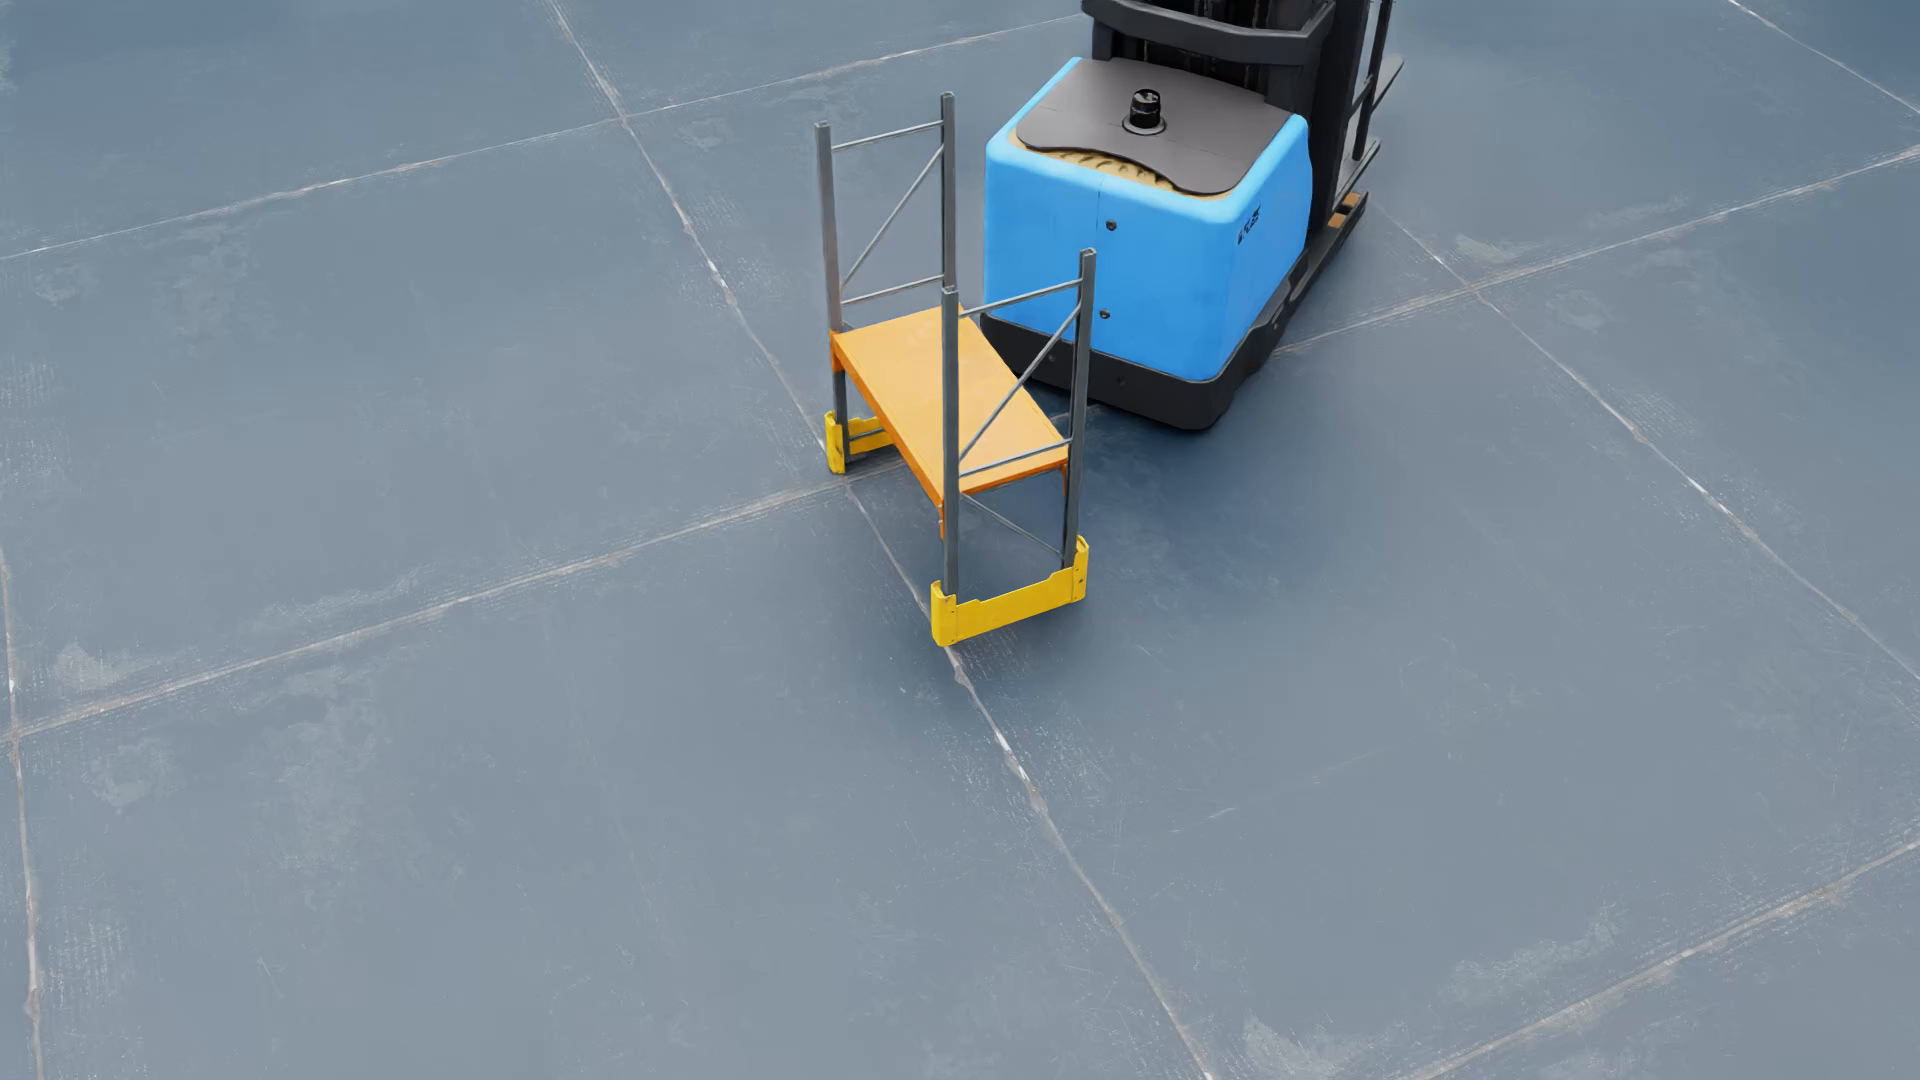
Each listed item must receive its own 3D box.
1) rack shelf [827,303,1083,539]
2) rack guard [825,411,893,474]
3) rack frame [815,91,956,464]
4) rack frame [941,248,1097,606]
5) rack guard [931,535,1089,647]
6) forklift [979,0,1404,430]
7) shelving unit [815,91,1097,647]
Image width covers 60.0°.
[{"bbox_3d":[-0.036,-0.460,5.905,0.538,0.185,1.000,-18,47,-17],"label":"rack shelf"},{"bbox_3d":[-0.241,-0.455,6.533,0.587,0.250,0.087,-18,47,-17],"label":"rack guard"},{"bbox_3d":[-0.250,-0.912,6.107,0.500,1.500,0.032,-18,47,-17],"label":"rack frame"},{"bbox_3d":[0.178,-0.264,5.450,0.500,1.500,0.032,-18,47,-17],"label":"rack frame"},{"bbox_3d":[0.177,0.180,5.890,0.587,0.250,0.087,-18,47,-17],"label":"rack guard"},{"bbox_3d":[1.228,-2.510,6.707,1.130,2.935,3.031,21,48,20],"label":"forklift"},{"bbox_3d":[-0.032,-0.582,5.772,0.587,1.500,1.083,-18,47,-17],"label":"shelving unit"}]
